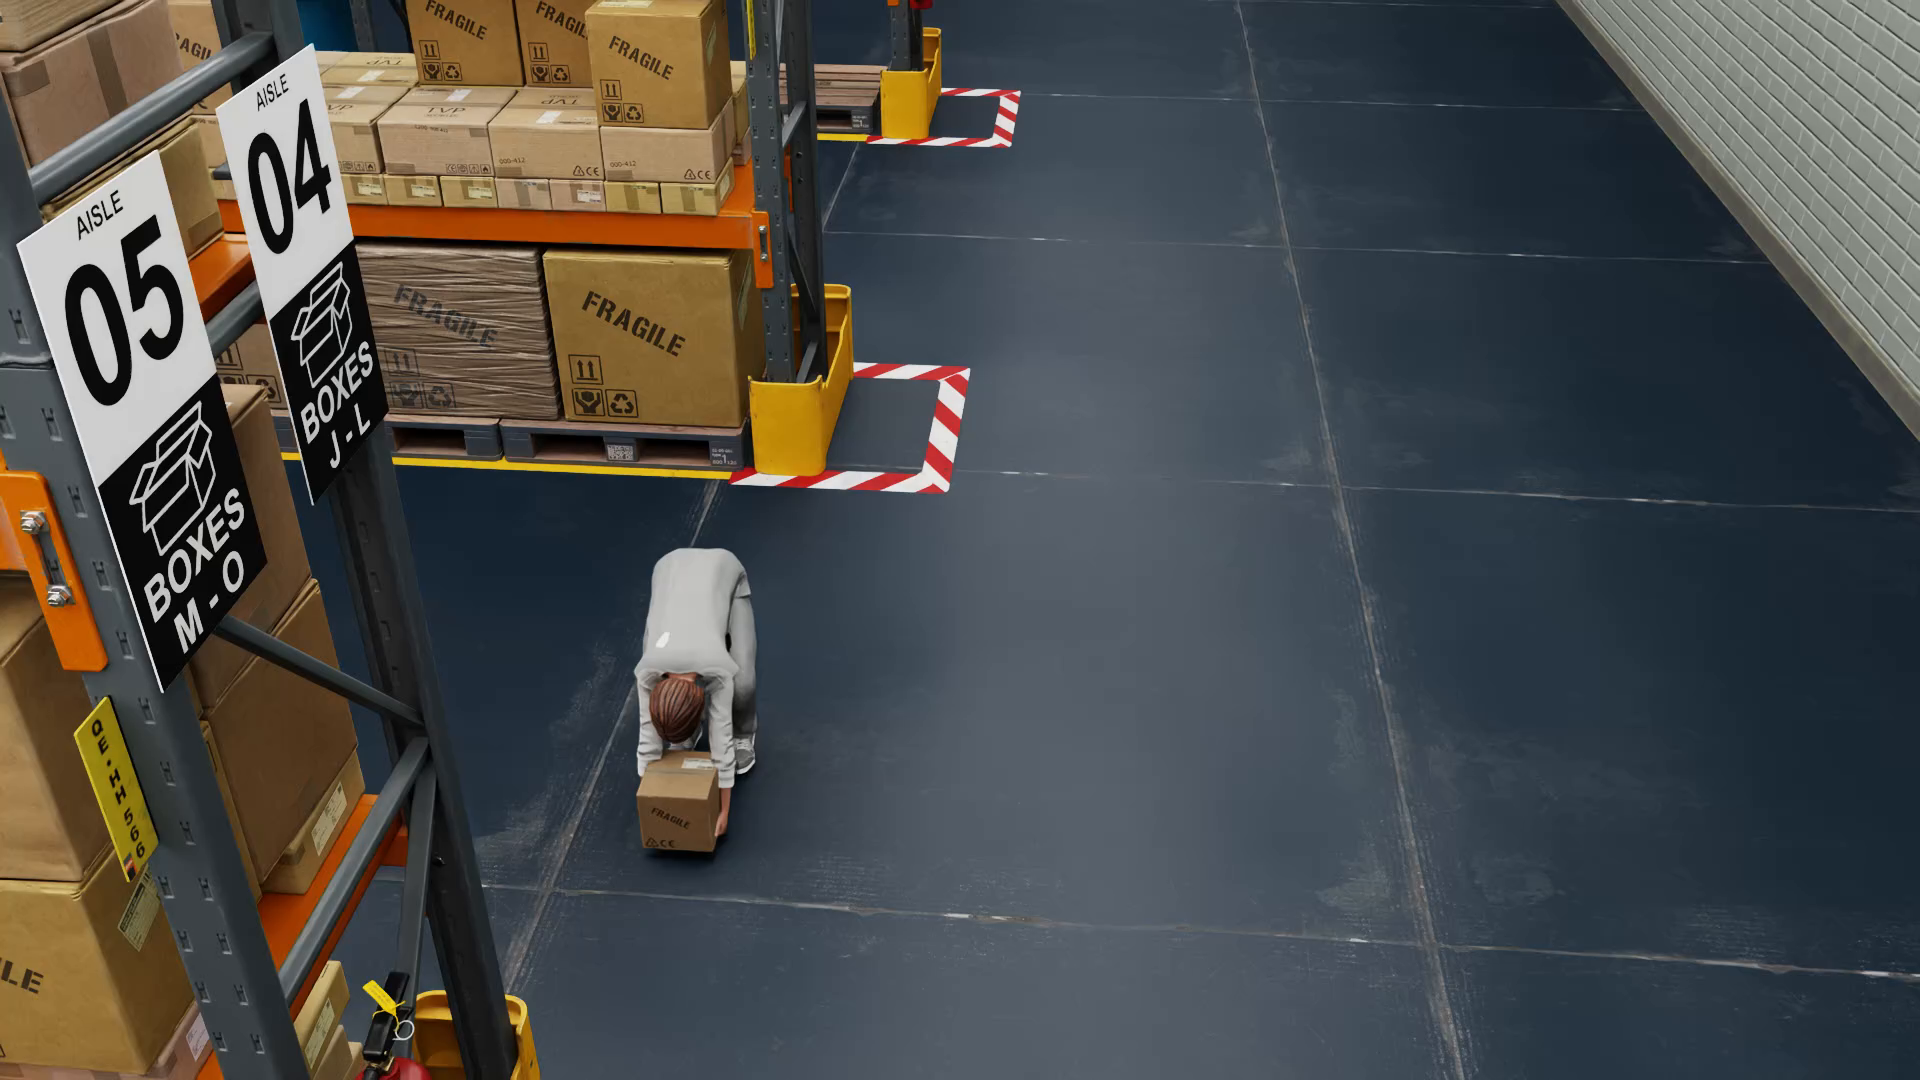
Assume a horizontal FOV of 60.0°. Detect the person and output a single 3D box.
[{"bbox_3d":[-0.947,0.530,5.998,0.426,0.860,0.853,1,32,2],"label":"person"}]
